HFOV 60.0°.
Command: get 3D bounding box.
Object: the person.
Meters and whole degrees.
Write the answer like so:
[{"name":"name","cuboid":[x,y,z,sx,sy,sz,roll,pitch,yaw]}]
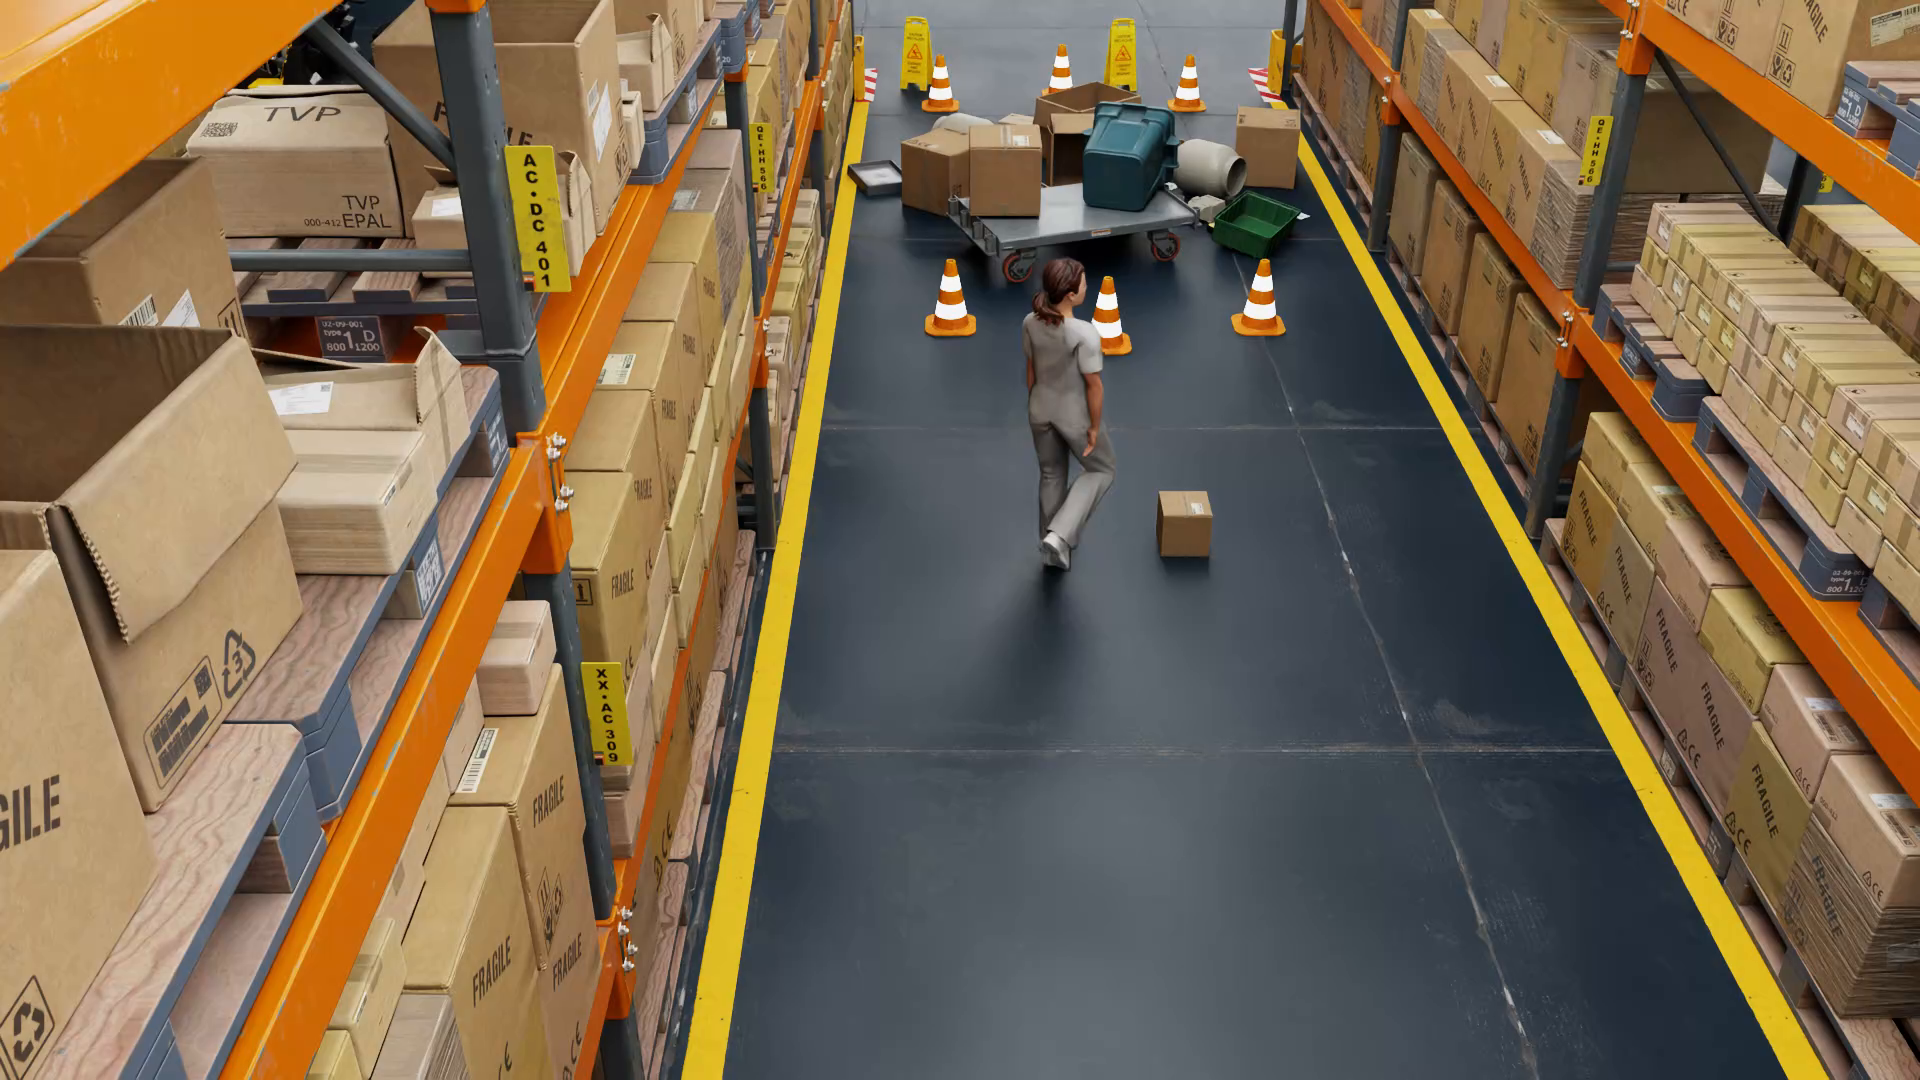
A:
[{"name":"person","cuboid":[0.499,-0.584,8.055,0.452,1.661,0.524,18,36,27]}]
